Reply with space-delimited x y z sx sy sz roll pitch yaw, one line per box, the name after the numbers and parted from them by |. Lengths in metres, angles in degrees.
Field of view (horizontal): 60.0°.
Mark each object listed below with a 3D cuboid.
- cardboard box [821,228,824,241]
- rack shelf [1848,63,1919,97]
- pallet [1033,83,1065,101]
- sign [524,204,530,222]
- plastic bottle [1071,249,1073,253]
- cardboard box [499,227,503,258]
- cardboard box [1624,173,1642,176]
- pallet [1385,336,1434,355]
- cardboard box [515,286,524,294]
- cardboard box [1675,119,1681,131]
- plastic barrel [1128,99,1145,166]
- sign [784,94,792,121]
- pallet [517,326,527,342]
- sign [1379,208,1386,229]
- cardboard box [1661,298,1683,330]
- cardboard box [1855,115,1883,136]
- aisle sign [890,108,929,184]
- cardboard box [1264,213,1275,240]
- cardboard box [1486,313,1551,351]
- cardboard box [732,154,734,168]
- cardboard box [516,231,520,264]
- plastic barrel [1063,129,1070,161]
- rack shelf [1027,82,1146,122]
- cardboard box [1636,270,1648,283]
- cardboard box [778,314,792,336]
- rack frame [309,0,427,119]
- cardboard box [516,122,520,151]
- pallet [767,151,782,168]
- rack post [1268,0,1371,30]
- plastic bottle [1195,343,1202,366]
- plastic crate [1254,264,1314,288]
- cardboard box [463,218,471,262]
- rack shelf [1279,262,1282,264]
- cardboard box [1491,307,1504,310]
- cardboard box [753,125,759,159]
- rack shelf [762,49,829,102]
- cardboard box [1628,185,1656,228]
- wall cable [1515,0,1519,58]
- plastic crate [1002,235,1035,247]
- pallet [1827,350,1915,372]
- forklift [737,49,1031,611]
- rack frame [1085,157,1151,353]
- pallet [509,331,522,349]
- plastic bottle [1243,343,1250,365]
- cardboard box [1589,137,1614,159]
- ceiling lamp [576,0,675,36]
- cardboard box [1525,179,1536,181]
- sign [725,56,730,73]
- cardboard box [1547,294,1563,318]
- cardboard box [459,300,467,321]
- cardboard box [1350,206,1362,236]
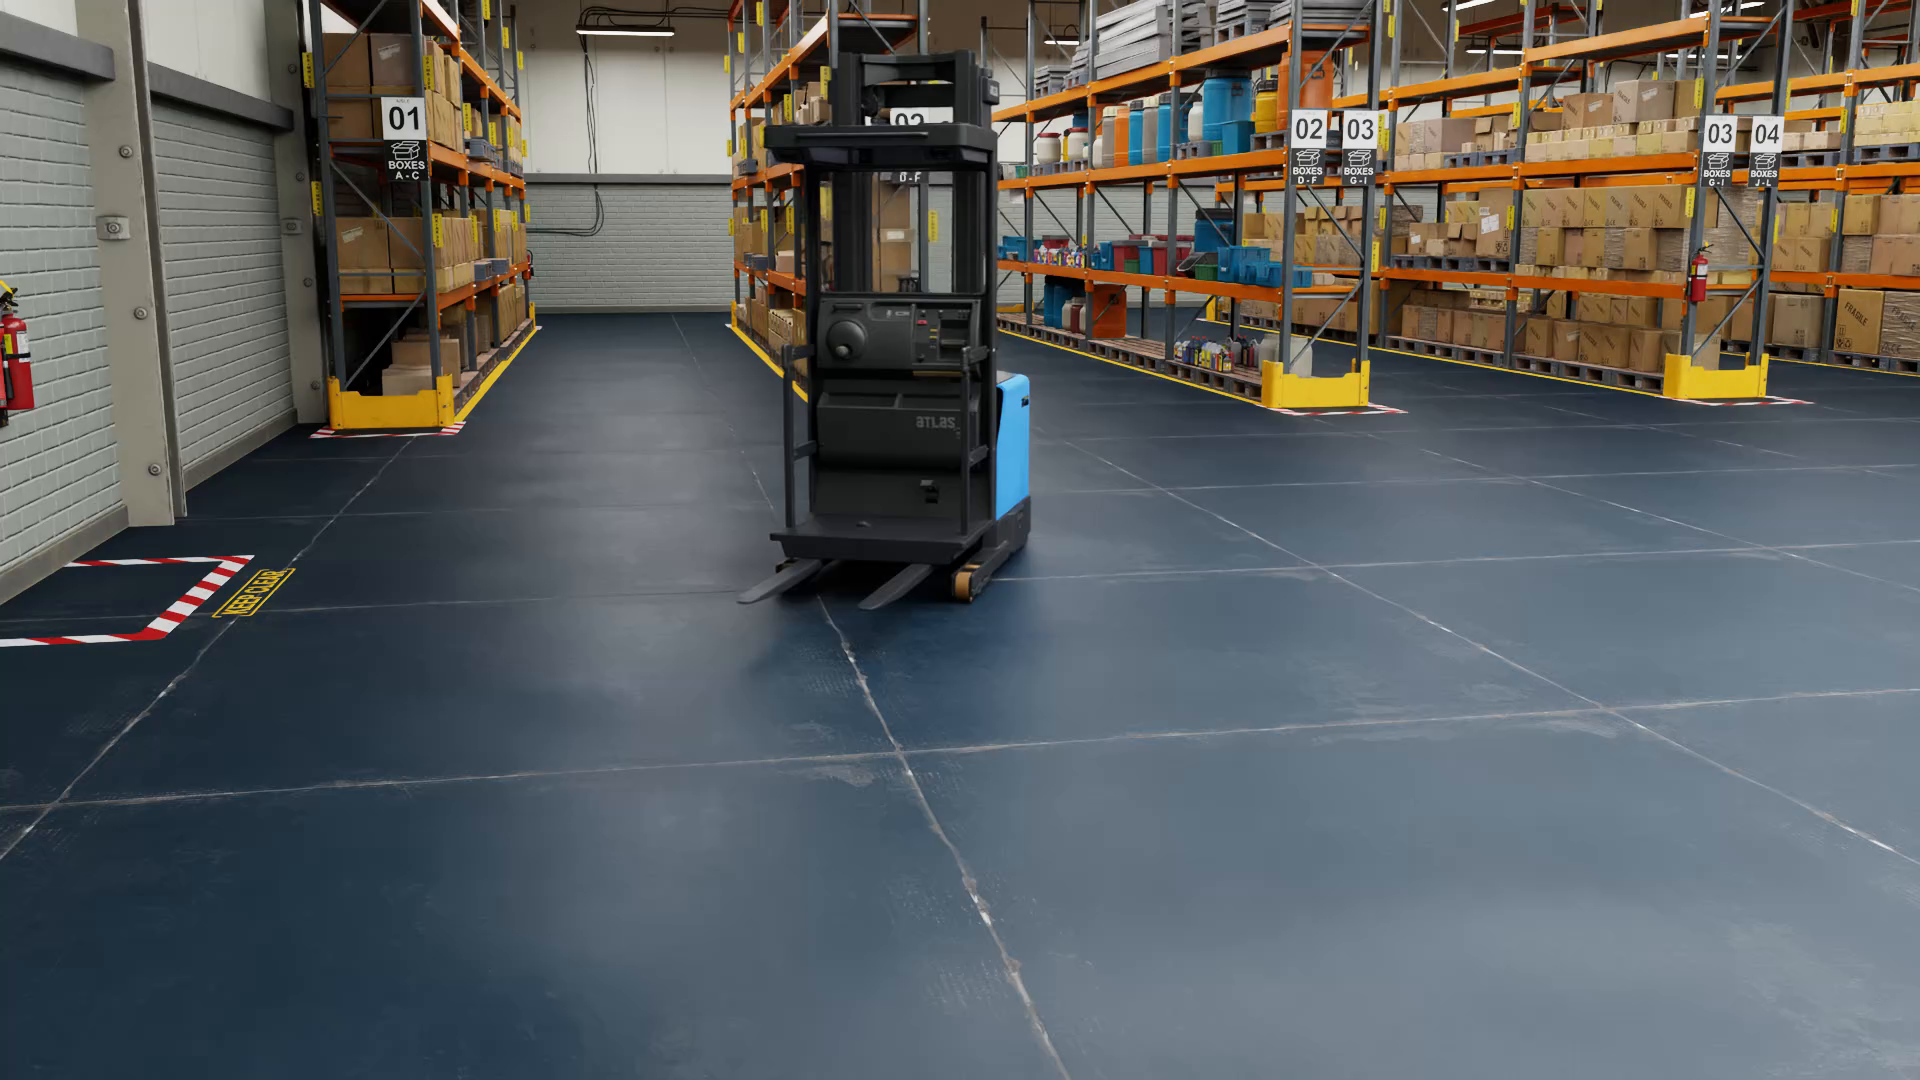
-1.395 -3.505 19.085 0.380 0.149 0.250 -2 11 -12 | cardboard box
13.384 -6.075 21.539 1.077 0.370 4.000 -2 11 -11 | rack shelf
1.886 -7.677 28.537 1.003 0.211 1.213 -2 11 -11 | pallet
-8.266 -6.245 31.756 0.100 0.325 0.005 -2 11 -11 | sign
1.859 -4.686 27.606 0.061 0.283 0.133 -2 11 -11 | plastic bottle
-7.181 -4.476 25.072 0.500 0.500 0.500 -2 11 -9 | cardboard box
11.746 -6.487 28.468 0.500 0.500 0.500 -2 11 -11 | cardboard box
7.482 -3.103 26.434 1.003 0.211 1.213 -2 11 -11 | pallet
-8.312 -4.651 30.939 0.380 0.149 0.250 -2 11 -9 | cardboard box
8.592 -4.836 19.395 0.380 0.149 0.250 -2 11 -13 | cardboard box
2.685 -5.747 23.507 0.600 0.901 0.708 -2 11 -11 | plastic barrel
-2.139 -5.383 20.712 0.100 0.325 0.005 -2 11 -11 | sign
-8.094 -3.582 28.950 1.003 0.211 1.213 -2 11 -11 | pallet
6.788 -5.164 26.709 0.100 0.325 0.005 -2 11 -11 | sign
12.247 -3.764 27.344 1.050 0.750 0.750 -2 11 -12 | cardboard box
12.815 -5.746 23.055 0.500 0.250 0.500 -2 11 -11 | cardboard box
-0.517 -4.065 17.081 0.394 0.787 0.004 -2 11 -11 | aisle sign
6.109 -5.957 31.572 0.500 0.500 0.500 -2 11 -10 | cardboard box
8.011 -2.984 23.860 0.700 0.500 0.500 -3 11 -15 | cardboard box
-4.098 -7.266 31.888 0.500 0.250 0.500 -2 11 -11 | cardboard box
-8.249 -5.191 29.144 0.980 0.700 0.700 -2 11 -12 | cardboard box
2.072 -6.782 28.657 0.600 0.588 0.600 0 11 0 | plastic barrel
2.084 -7.200 27.451 1.077 0.370 4.000 -2 11 -11 | rack shelf
8.449 -3.206 20.192 0.380 0.149 0.250 -2 11 -11 | cardboard box
-2.264 -2.997 23.150 0.500 0.311 0.500 -2 11 -12 | cardboard box
-5.689 -5.555 15.818 1.000 3.000 0.127 -2 11 -11 | rack frame
-8.304 -7.350 30.274 0.500 0.500 0.500 -2 11 -9 | cardboard box
-2.167 -5.516 24.138 1.213 0.211 1.003 -2 11 -8 | pallet
4.007 -5.813 18.510 0.937 0.300 0.954 -1 11 -5 | rack post
3.029 -2.354 21.133 0.061 0.283 0.133 -2 11 -8 | plastic bottle
3.638 -2.977 18.710 0.499 0.251 0.616 -2 11 -11 | plastic crate
-5.969 -3.480 19.299 0.500 0.500 0.500 -2 11 -11 | cardboard box
6.165 -5.363 32.775 1.077 0.370 4.000 -2 11 -11 | rack shelf
10.827 -4.567 33.169 0.380 0.149 0.250 -2 11 -11 | cardboard box
-3.138 -6.673 28.054 0.600 0.600 0.600 -3 11 -16 | cardboard box
-1.997 -6.287 22.654 1.077 0.370 4.000 -2 11 -11 | rack shelf
8.435 -4.019 20.051 0.500 0.500 0.500 -2 11 -11 | cardboard box
12.596 -13.314 40.536 2.355 3.000 0.029 -2 11 -11 | wall cable
1.166 -5.895 33.393 0.616 0.435 0.499 -2 11 -11 | plastic crate
13.066 -2.532 23.435 1.003 0.211 1.213 -2 11 -11 | pallet
-0.391 -1.186 9.087 1.130 2.935 3.031 3 11 13 | forklift
2.473 -4.436 25.980 1.000 3.000 0.127 -2 11 -11 | rack frame
-7.799 -3.301 27.473 1.003 0.211 1.213 -2 11 -11 | pallet
3.664 -2.374 21.233 0.061 0.283 0.133 -2 11 -11 | plastic bottle
8.250 -4.906 20.827 0.500 0.250 0.500 -2 11 -12 | cardboard box
-6.845 -11.942 33.758 2.000 3.185 0.800 -2 11 -11 | ceiling lamp
11.078 -6.992 31.786 0.500 0.250 0.500 -2 11 -10 | cardboard box
-4.474 -9.149 31.987 0.100 0.325 0.005 -2 11 -11 | sign
11.322 -4.345 31.063 0.500 0.500 0.500 -2 11 -9 | cardboard box
-6.899 -3.101 22.470 0.500 0.250 0.500 -2 11 -11 | cardboard box
7.081 -5.412 28.159 0.797 0.503 0.637 -2 11 -10 | cardboard box
